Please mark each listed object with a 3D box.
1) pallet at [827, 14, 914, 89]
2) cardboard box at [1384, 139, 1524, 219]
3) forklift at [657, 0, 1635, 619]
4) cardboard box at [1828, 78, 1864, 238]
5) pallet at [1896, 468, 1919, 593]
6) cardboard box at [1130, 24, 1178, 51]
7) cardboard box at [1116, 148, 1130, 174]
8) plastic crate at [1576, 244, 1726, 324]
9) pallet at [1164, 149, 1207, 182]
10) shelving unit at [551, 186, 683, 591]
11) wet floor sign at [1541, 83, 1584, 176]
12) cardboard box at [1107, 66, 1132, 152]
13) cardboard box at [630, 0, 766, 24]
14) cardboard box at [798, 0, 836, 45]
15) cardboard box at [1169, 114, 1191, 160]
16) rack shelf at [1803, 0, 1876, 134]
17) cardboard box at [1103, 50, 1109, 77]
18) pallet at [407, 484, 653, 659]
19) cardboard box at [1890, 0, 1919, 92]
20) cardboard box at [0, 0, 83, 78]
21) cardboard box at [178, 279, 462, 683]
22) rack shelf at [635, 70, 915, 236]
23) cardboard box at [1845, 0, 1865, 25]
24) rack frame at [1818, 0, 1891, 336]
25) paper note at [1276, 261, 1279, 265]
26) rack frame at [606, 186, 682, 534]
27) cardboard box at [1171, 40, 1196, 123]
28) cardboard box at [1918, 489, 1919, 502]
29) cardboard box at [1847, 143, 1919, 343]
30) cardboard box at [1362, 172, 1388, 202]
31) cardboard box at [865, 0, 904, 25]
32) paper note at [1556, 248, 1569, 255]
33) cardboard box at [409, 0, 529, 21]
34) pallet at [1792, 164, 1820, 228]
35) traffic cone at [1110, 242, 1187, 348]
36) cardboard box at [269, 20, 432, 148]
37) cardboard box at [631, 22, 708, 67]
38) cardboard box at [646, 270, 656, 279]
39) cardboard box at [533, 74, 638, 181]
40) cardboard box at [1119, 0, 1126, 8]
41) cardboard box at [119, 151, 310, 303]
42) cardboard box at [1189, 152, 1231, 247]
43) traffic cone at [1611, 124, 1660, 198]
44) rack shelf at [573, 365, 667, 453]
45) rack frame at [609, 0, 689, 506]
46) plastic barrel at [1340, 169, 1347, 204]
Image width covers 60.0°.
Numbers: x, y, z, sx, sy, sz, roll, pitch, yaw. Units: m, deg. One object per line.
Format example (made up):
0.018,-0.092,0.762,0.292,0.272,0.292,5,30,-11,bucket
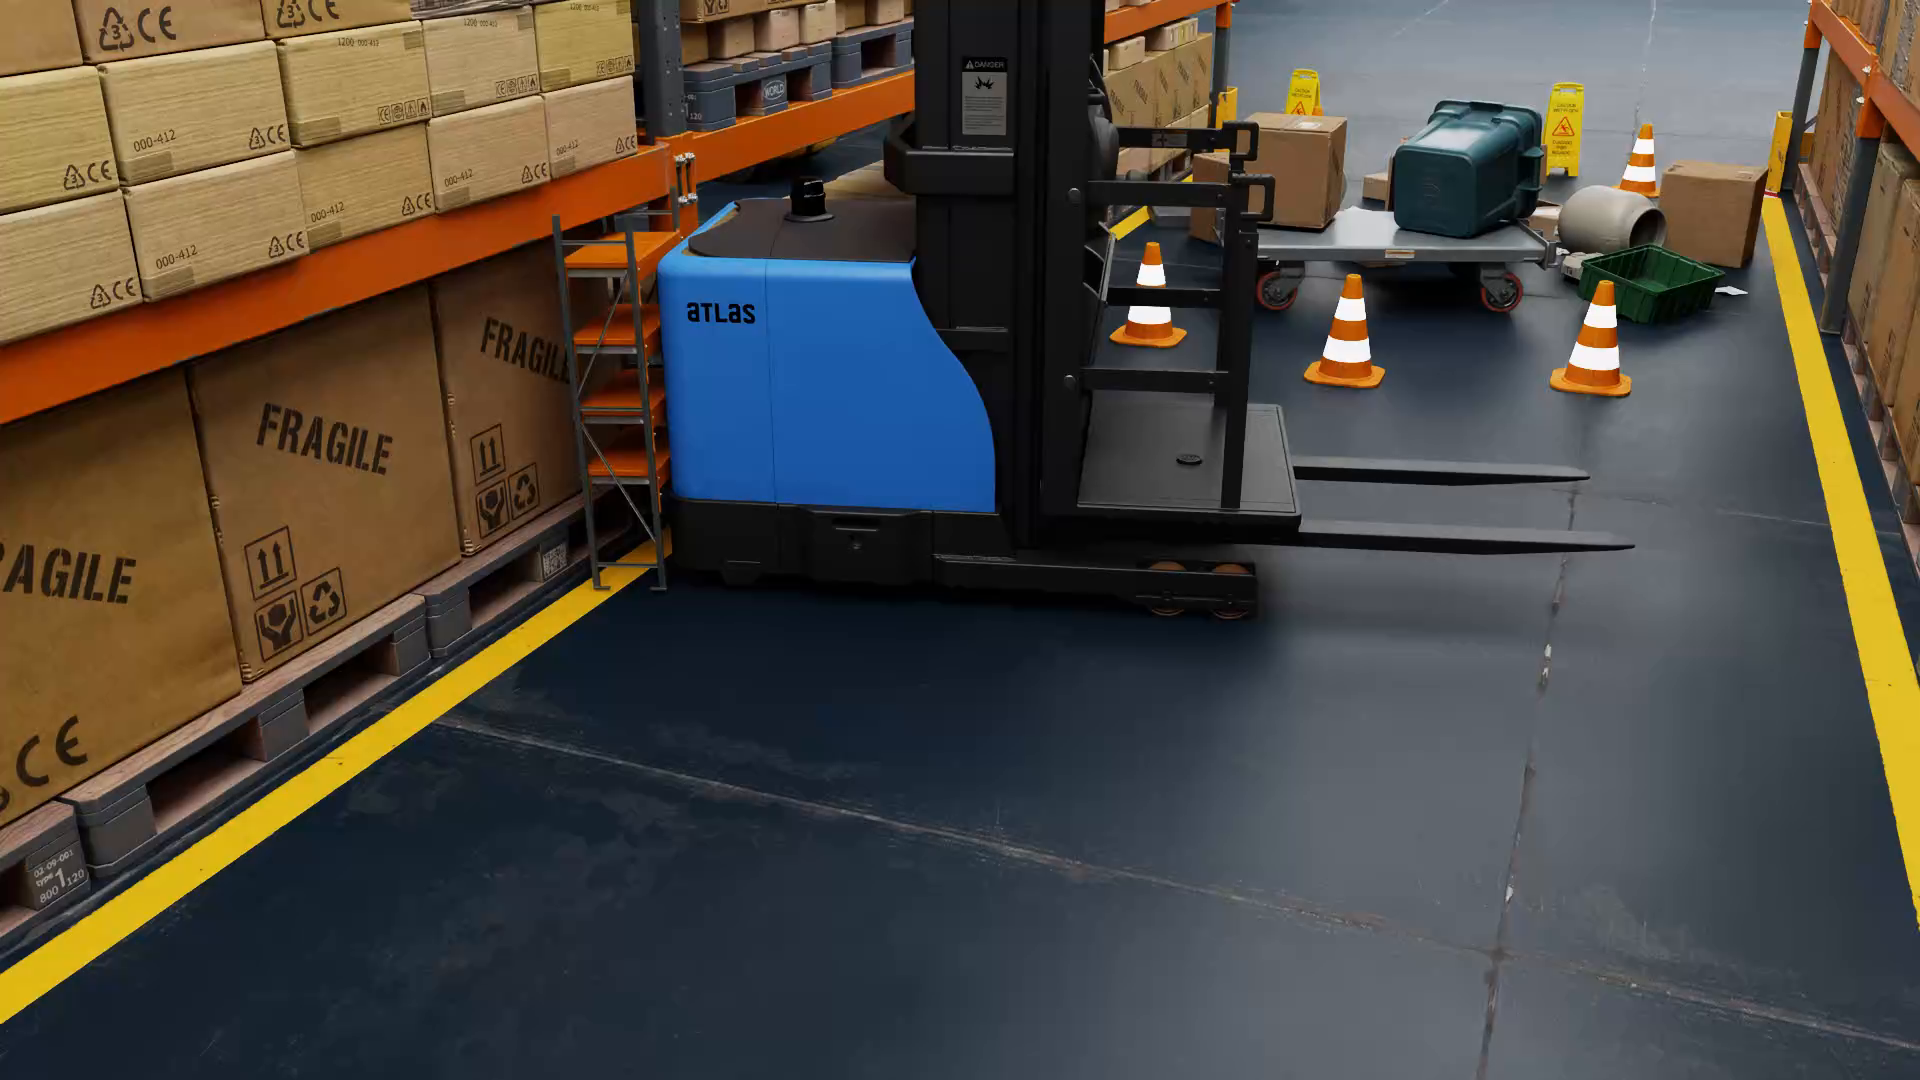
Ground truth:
-0.708,-2.213,7.404,1.003,0.211,1.213,9,24,20,pallet
2.924,-2.034,9.789,0.797,0.637,0.503,9,24,20,cardboard box
0.619,-1.324,5.117,3.031,2.935,1.130,3,23,6,forklift
5.343,-2.097,9.091,0.875,0.875,0.875,9,24,20,cardboard box
3.591,0.101,5.234,1.003,0.211,1.213,9,24,20,pallet
1.241,-3.371,11.138,0.380,0.149,0.250,10,25,22,cardboard box
0.738,-2.308,10.407,0.500,0.250,0.500,10,25,23,cardboard box
3.562,-1.325,8.603,0.662,0.188,0.450,-17,38,-35,plastic crate
1.203,-2.850,12.299,1.003,0.211,1.213,9,24,20,pallet
-1.044,-0.490,5.345,0.258,1.200,0.503,1,22,7,shelving unit
4.372,-2.985,12.058,0.267,0.644,0.232,5,23,11,wet floor sign
0.738,-2.655,10.264,0.500,0.500,0.500,10,25,22,cardboard box
-1.024,-2.092,5.806,0.500,0.500,0.500,8,24,19,cardboard box
-0.710,-2.038,6.517,0.380,0.149,0.250,9,24,20,cardboard box
1.316,-2.863,11.734,0.500,0.250,0.500,9,24,20,cardboard box
5.456,-2.729,9.326,1.077,0.370,4.000,9,24,20,rack shelf
0.652,-2.797,9.763,0.380,0.149,0.250,9,24,21,cardboard box
-1.769,-0.029,5.545,1.003,0.211,1.213,9,24,20,pallet
4.081,-2.061,6.664,0.500,0.500,0.500,9,24,20,cardboard box
-2.109,-1.144,3.171,0.500,0.500,0.500,8,24,19,cardboard box
-2.075,-0.246,4.660,0.875,0.875,0.875,9,24,21,cardboard box
-0.663,-1.971,7.509,1.077,0.370,4.000,9,24,20,rack shelf
5.436,-3.129,9.155,0.875,0.550,0.500,9,24,20,cardboard box
4.714,-2.346,7.474,1.000,3.000,0.127,9,24,20,rack frame
1.861,-1.594,9.526,0.148,0.019,0.142,9,24,20,paper note
-1.016,-0.579,5.570,0.240,1.200,0.015,1,22,7,rack frame
1.320,-3.209,11.591,0.500,0.500,0.500,10,25,22,cardboard box
3.537,-0.275,4.891,1.050,0.750,0.750,8,24,19,cardboard box
4.566,-1.266,7.264,1.050,0.750,0.750,9,24,20,cardboard box
2.955,-2.376,11.246,0.250,0.149,0.380,-17,28,-35,cardboard box
-0.467,-2.326,7.207,0.380,0.149,0.250,10,25,22,cardboard box
3.519,-1.720,9.838,0.172,0.023,0.155,19,29,38,paper note
-1.538,-1.687,4.470,0.500,0.500,0.500,9,24,21,cardboard box
5.975,-2.193,10.727,1.003,0.211,1.213,9,24,20,pallet
0.919,-1.203,8.031,0.336,0.463,0.334,9,24,20,traffic cone
-1.708,-1.168,4.202,0.500,0.250,0.500,8,24,19,cardboard box
-1.112,-1.754,5.839,0.380,0.149,0.250,7,24,17,cardboard box
-0.920,-1.034,7.198,0.950,0.372,0.625,8,24,19,cardboard box
-1.352,-1.299,5.164,0.500,0.250,0.500,8,24,18,cardboard box
0.805,-3.350,10.204,0.380,0.149,0.250,9,24,20,cardboard box
-1.893,-0.750,3.848,0.500,0.250,0.500,8,24,19,cardboard box
1.741,-2.055,10.017,0.500,0.500,0.500,-12,25,-26,cardboard box
4.684,-2.620,11.422,0.336,0.463,0.334,9,24,20,traffic cone
-1.042,-0.427,5.370,0.258,0.148,0.480,1,22,7,rack shelf
-1.406,-1.587,5.657,1.000,3.000,0.127,9,24,20,rack frame
2.204,-2.305,10.719,0.421,0.421,0.512,-12,25,-26,plastic barrel
